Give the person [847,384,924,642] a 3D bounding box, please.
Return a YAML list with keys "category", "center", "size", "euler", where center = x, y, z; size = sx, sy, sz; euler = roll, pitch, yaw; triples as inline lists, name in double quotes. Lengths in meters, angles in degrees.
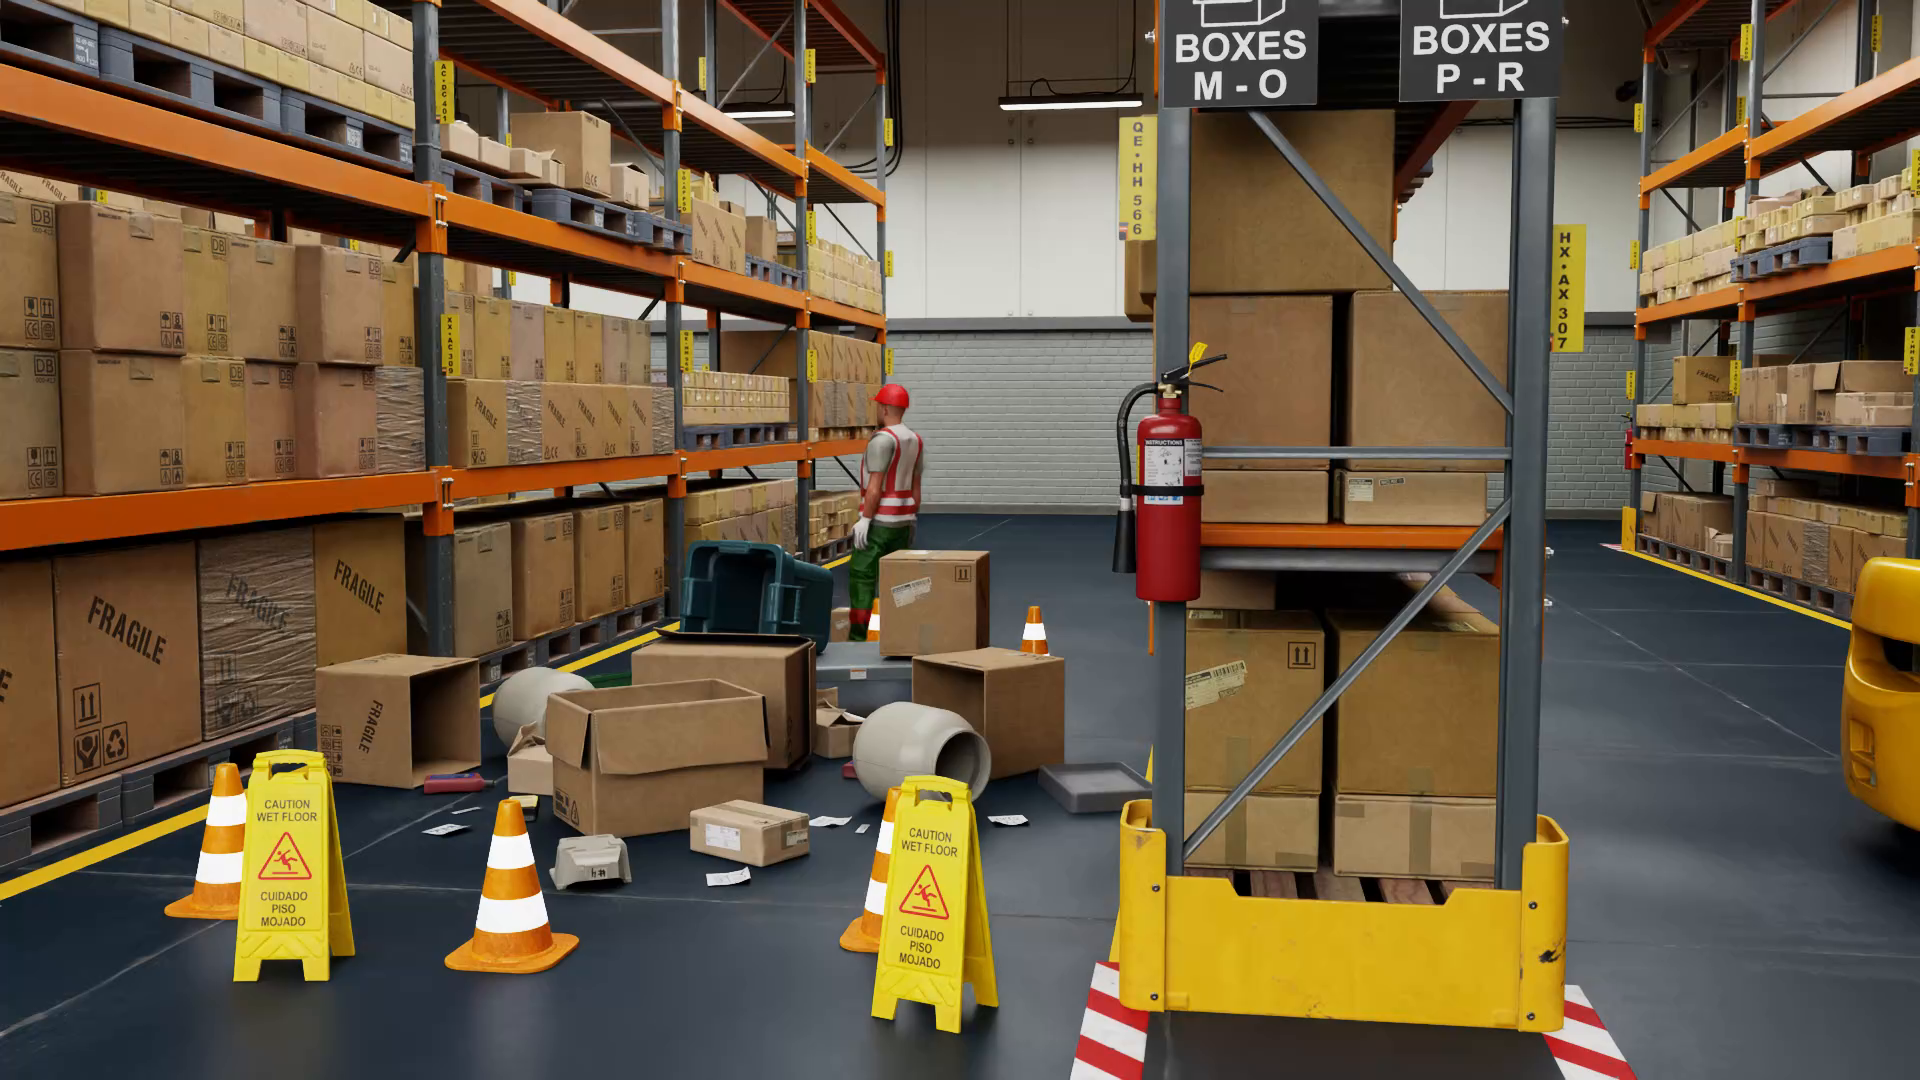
- category: "person"
  center: [-0.529, -0.080, 10.661]
  size: [0.480, 1.838, 0.581]
  euler: [3, 5, 30]
